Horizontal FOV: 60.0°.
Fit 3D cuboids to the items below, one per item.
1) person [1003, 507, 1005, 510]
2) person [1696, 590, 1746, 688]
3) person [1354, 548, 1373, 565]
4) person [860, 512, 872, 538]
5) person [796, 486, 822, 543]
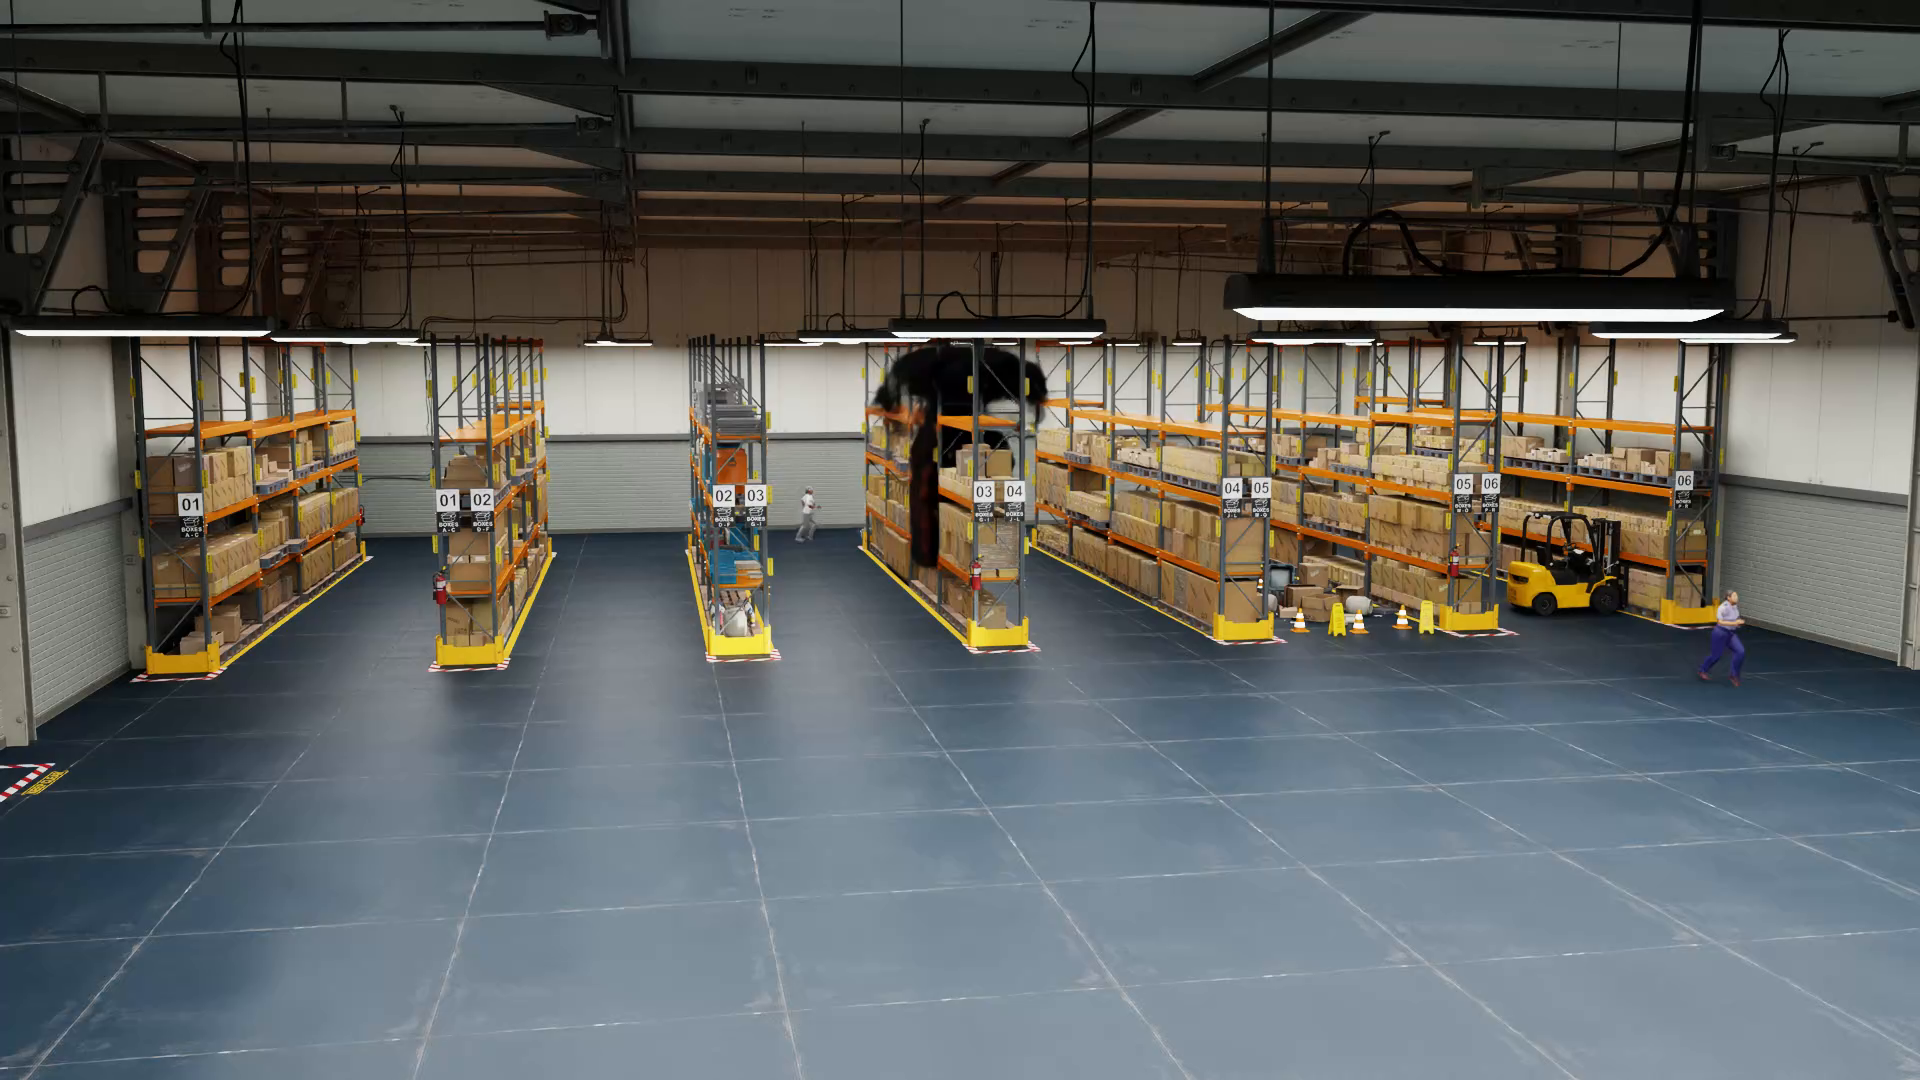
[{"bbox_3d":[1.552,-0.830,49.651,0.670,1.765,0.841,3,7,27],"label":"person"},{"bbox_3d":[13.032,1.670,28.438,0.626,1.688,0.831,-5,8,-36],"label":"person"},{"bbox_3d":[10.565,-0.065,43.224,0.639,1.748,0.784,-2,7,-14],"label":"person"},{"bbox_3d":[-2.624,-0.656,49.061,0.637,1.572,0.561,0,7,2],"label":"person"},{"bbox_3d":[-4.485,-0.759,49.354,0.795,1.722,0.529,0,7,4],"label":"person"}]
